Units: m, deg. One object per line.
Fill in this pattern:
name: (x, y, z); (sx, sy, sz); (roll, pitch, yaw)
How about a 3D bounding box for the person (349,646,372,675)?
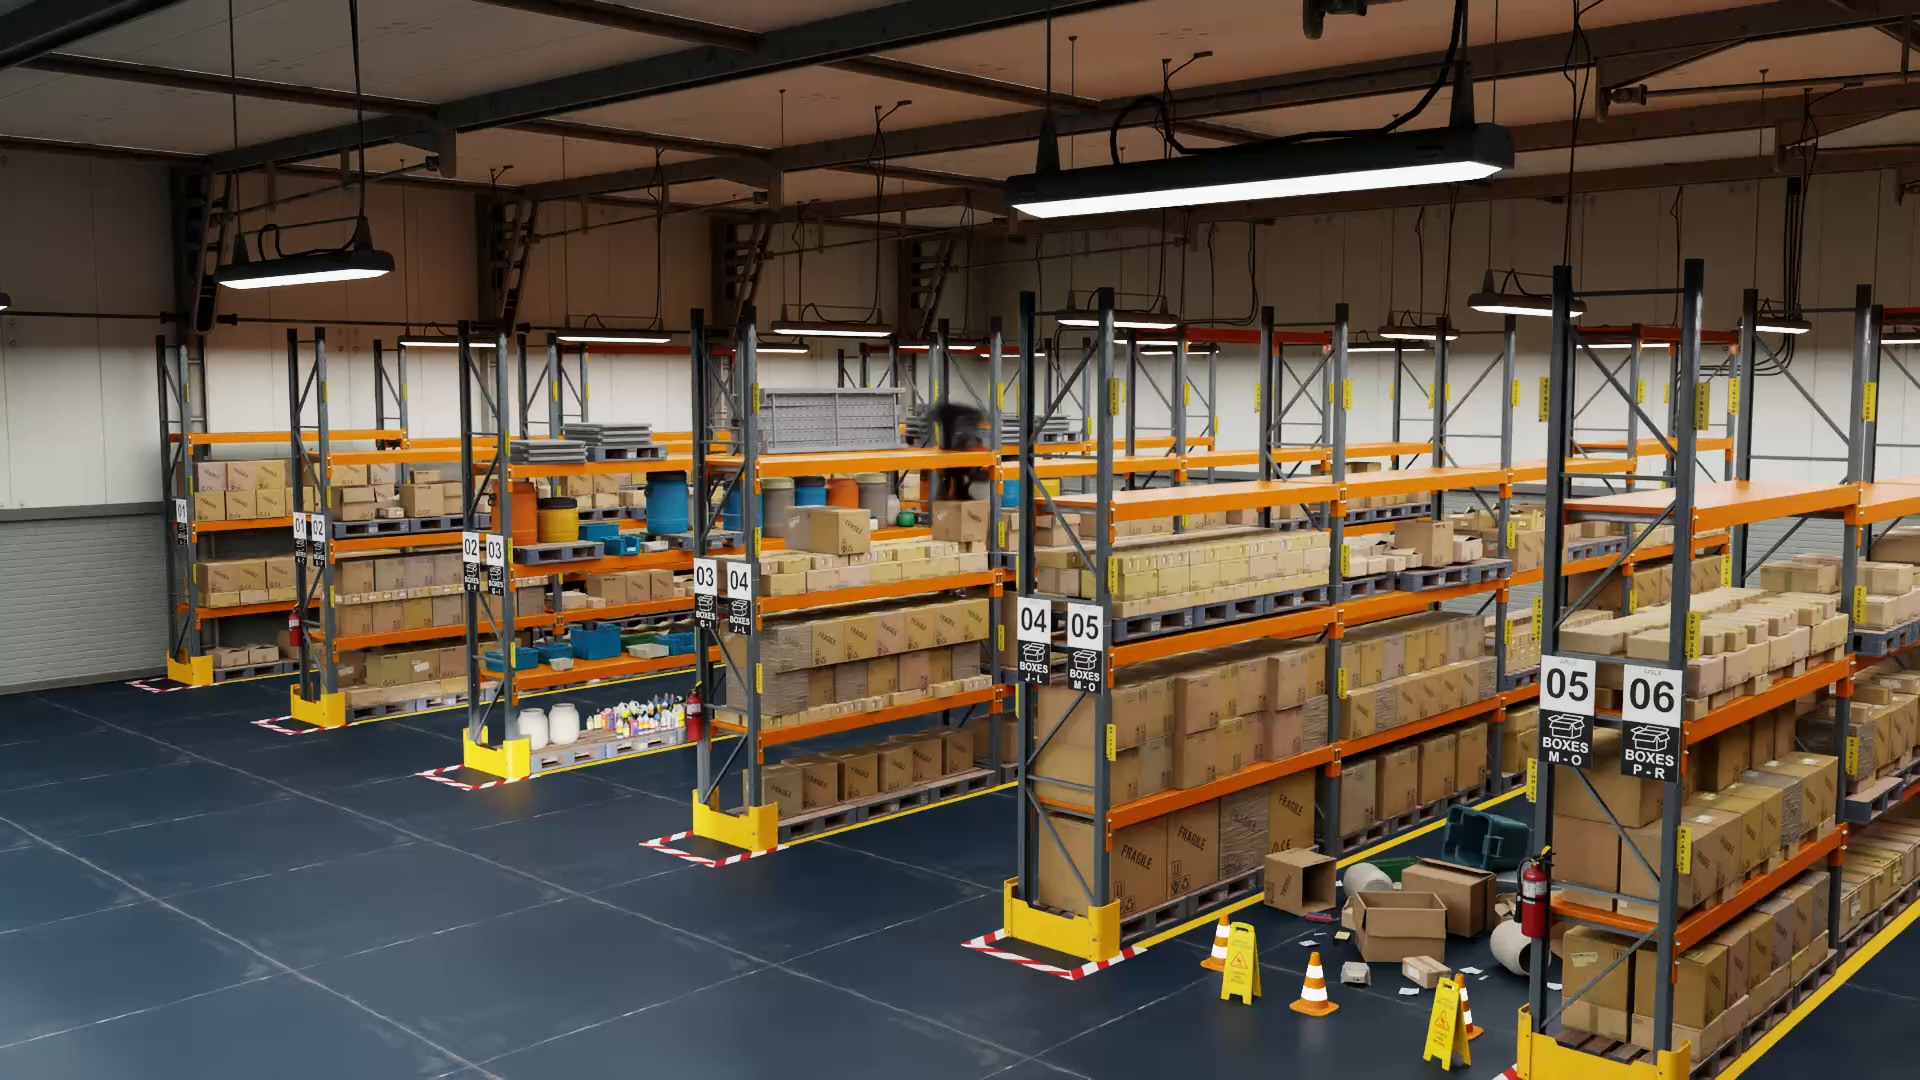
person: (-9.953, 1.776, 27.640); (0.590, 1.621, 0.885); (3, 6, 31)
